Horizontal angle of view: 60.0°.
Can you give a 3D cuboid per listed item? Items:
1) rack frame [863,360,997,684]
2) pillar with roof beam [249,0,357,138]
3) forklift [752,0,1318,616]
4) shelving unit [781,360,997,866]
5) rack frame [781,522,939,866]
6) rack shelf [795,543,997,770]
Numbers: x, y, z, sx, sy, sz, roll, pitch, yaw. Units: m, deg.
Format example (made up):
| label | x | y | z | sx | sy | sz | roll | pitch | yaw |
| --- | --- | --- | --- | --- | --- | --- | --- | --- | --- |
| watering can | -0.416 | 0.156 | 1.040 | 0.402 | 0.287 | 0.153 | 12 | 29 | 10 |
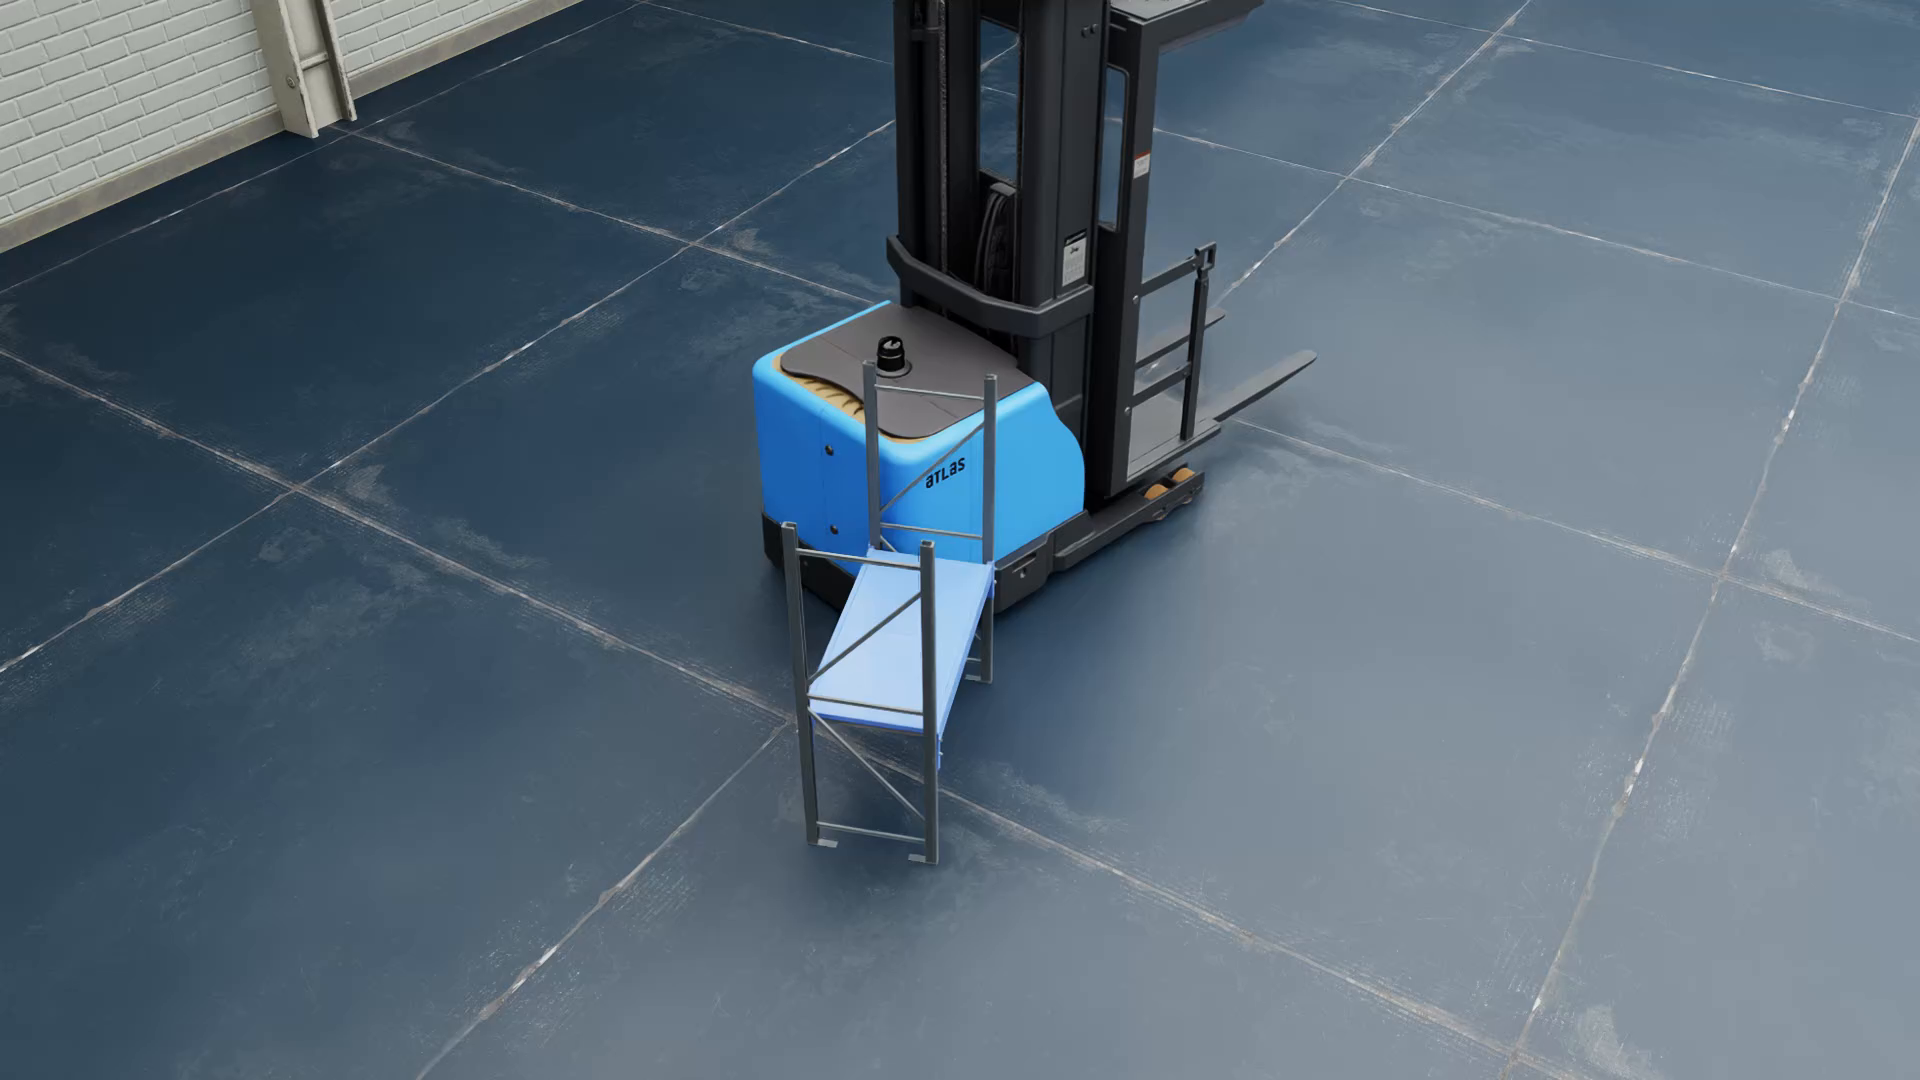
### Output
| label | x | y | z | sx | sy | sz | roll | pitch | yaw |
| --- | --- | --- | --- | --- | --- | --- | --- | --- | --- |
| rack frame | -0.112 | -0.031 | 6.562 | 0.500 | 1.500 | 0.032 | 8 | 38 | 10 |
| pillar with roof beam | -0.783 | -5.032 | 6.908 | 9.100 | 9.000 | 0.400 | 21 | 42 | 25 |
| forklift | 0.529 | -1.464 | 7.249 | 3.031 | 2.935 | 1.130 | -30 | 47 | -33 |
| shelving unit | -0.220 | 0.272 | 6.168 | 0.538 | 1.500 | 1.048 | 8 | 38 | 10 |
| rack frame | -0.328 | 0.576 | 5.774 | 0.500 | 1.500 | 0.032 | 8 | 38 | 10 |
| rack shelf | -0.220 | 0.415 | 6.278 | 0.538 | 0.185 | 1.000 | 8 | 38 | 10 |
